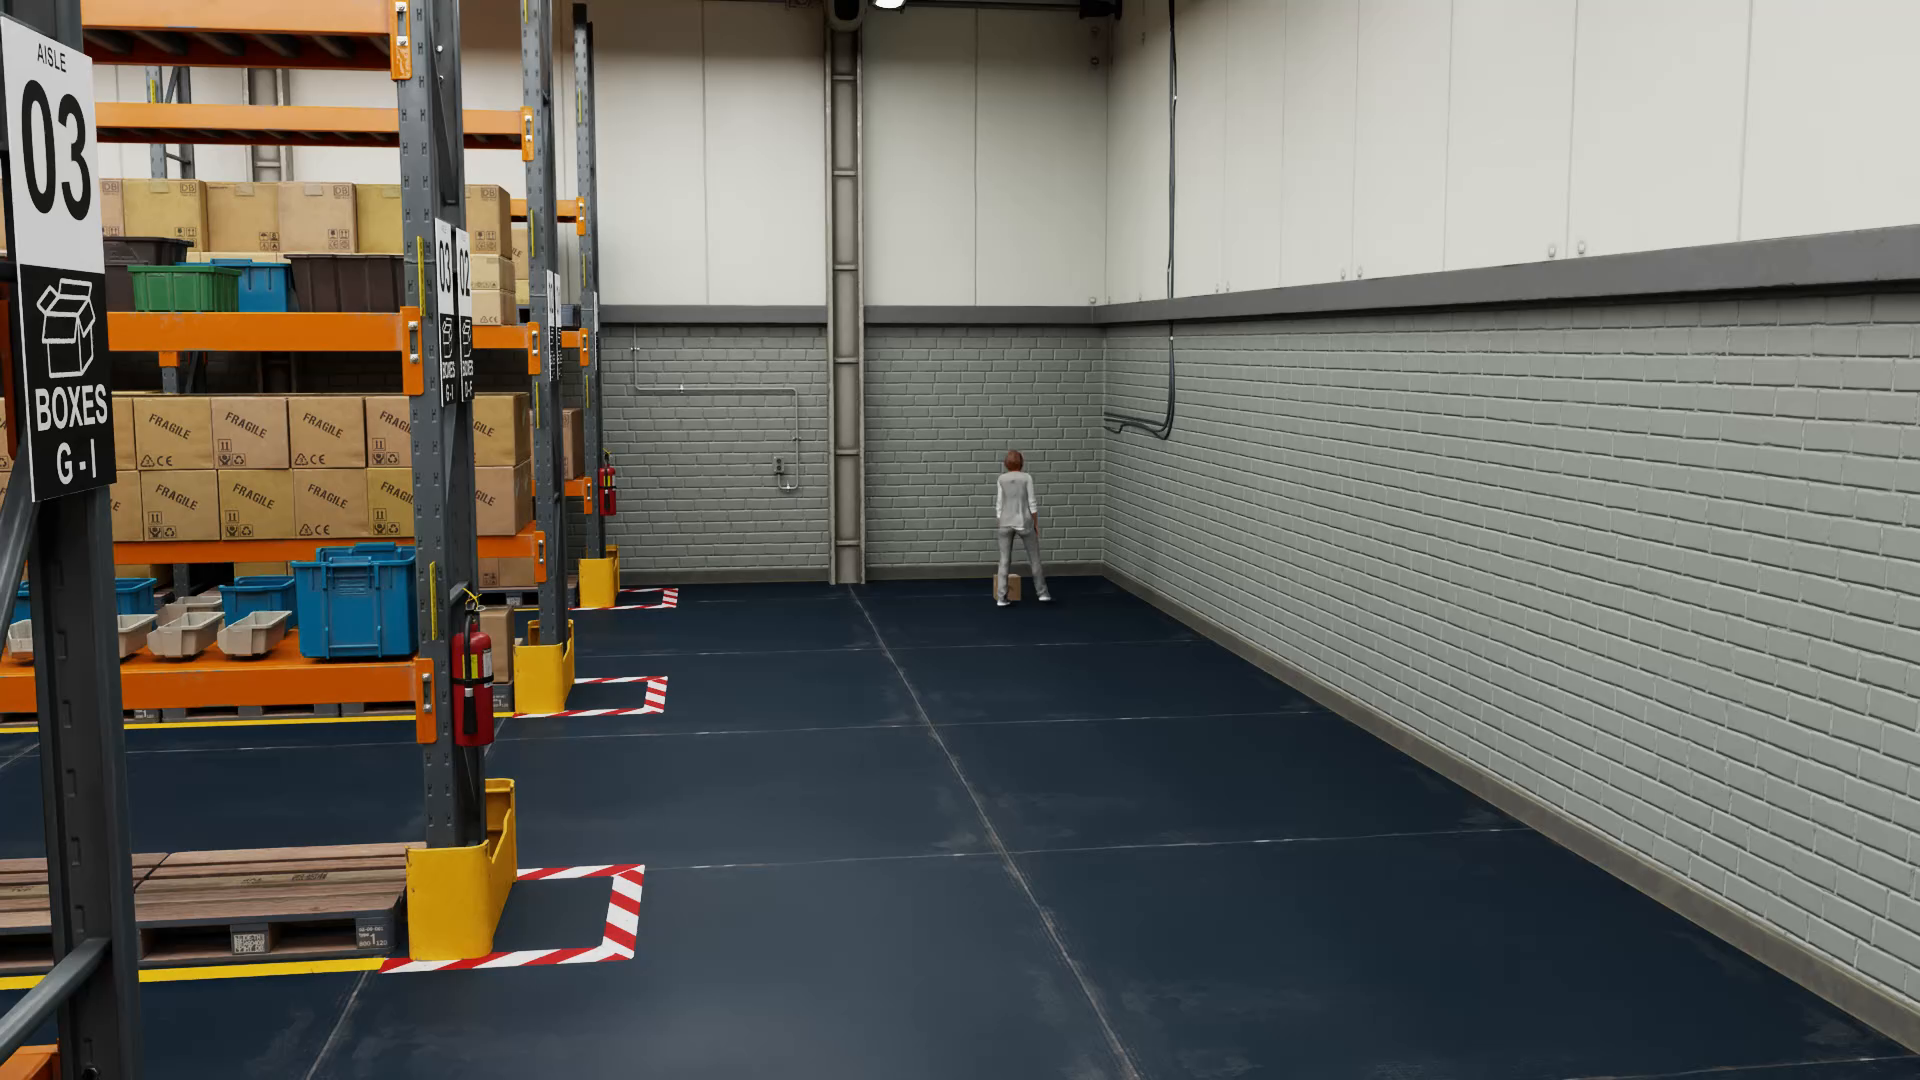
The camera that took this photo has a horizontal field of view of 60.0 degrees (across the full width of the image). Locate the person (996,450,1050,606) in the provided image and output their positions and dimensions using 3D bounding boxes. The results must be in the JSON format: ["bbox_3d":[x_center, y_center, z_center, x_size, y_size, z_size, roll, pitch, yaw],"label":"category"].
[{"bbox_3d":[0.645,-0.132,17.066,0.537,1.594,0.536,1,7,9],"label":"person"}]
